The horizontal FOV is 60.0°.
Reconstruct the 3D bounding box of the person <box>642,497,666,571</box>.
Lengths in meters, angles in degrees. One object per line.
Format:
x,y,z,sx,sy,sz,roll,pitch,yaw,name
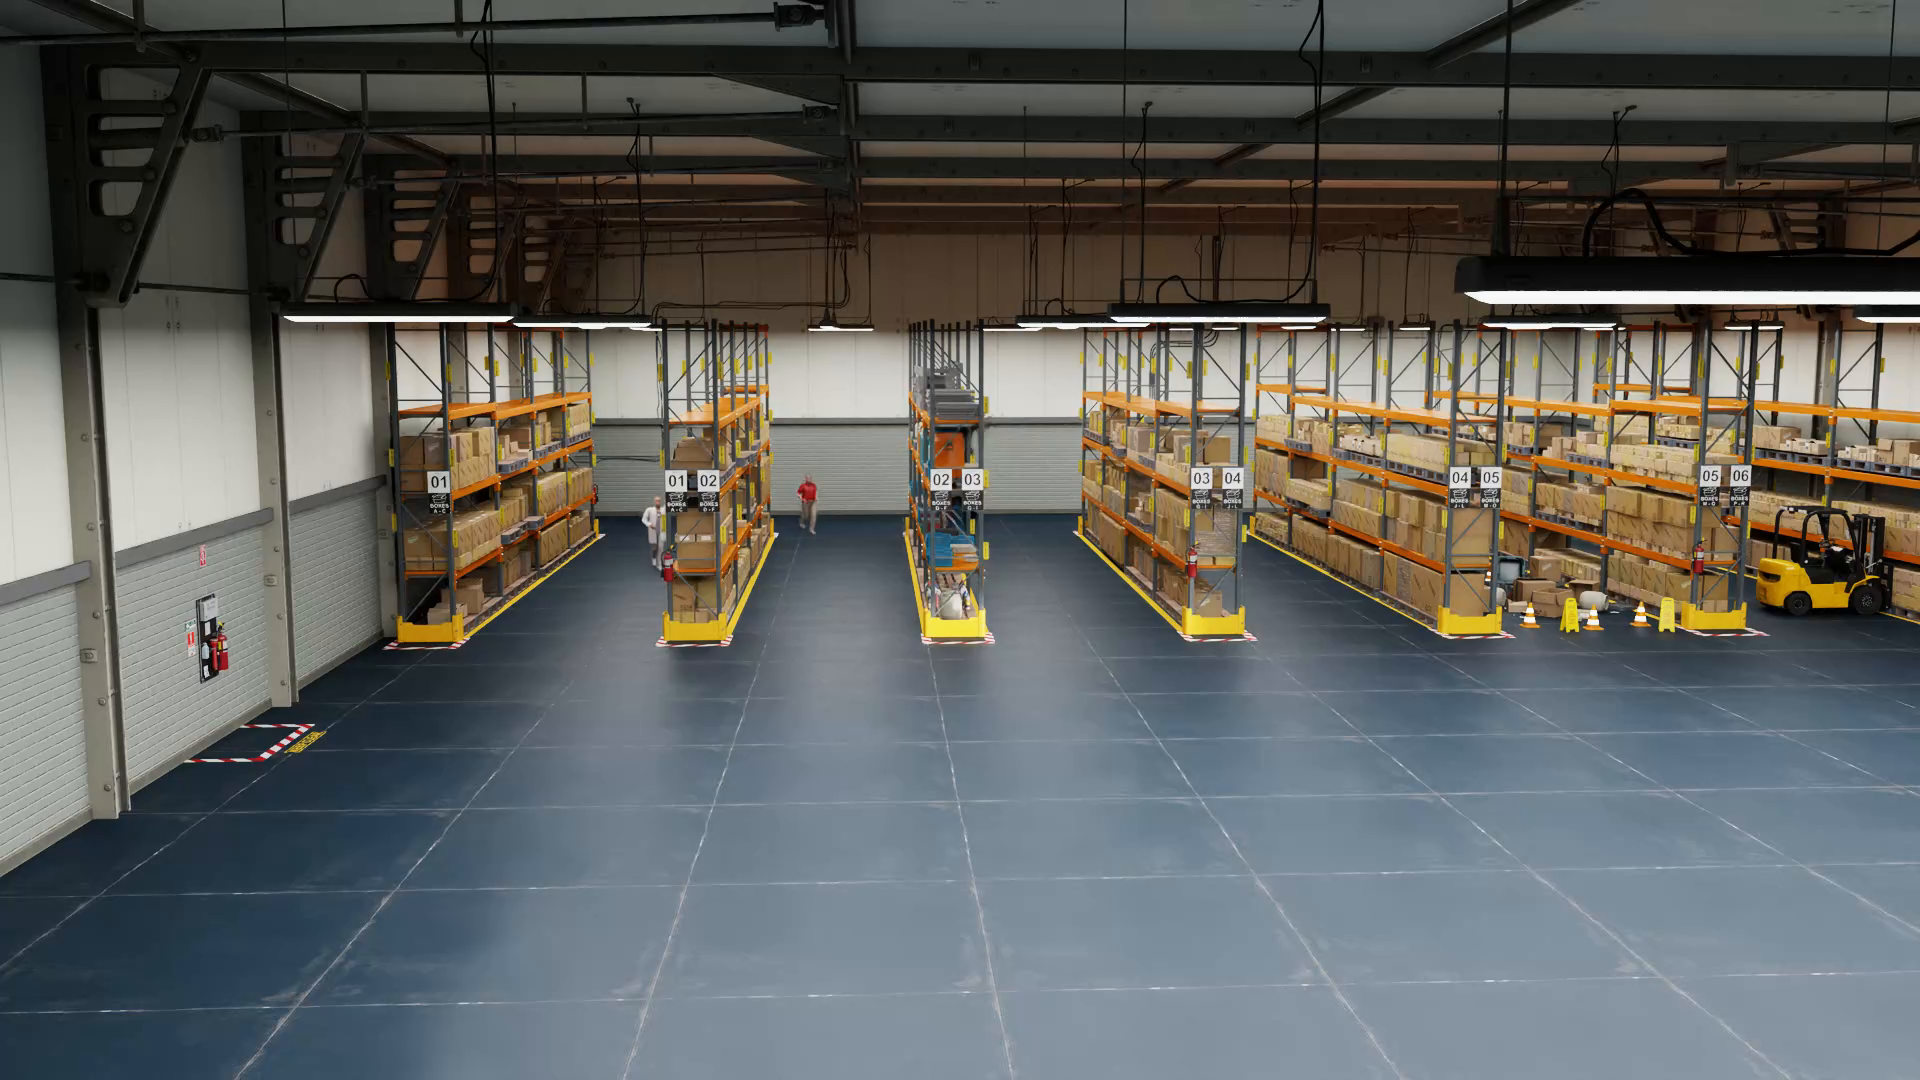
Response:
-7.407,-0.169,40.652,0.712,1.776,0.955,-2,7,-17,person

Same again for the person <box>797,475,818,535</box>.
-4.370,-1.029,47.961,0.668,1.709,0.820,-4,8,-27,person

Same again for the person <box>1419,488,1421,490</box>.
13.789,-1.165,49.394,0.811,1.654,0.696,1,7,11,person

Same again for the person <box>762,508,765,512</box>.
-6.107,-1.042,49.024,0.657,1.511,0.561,4,8,31,person
